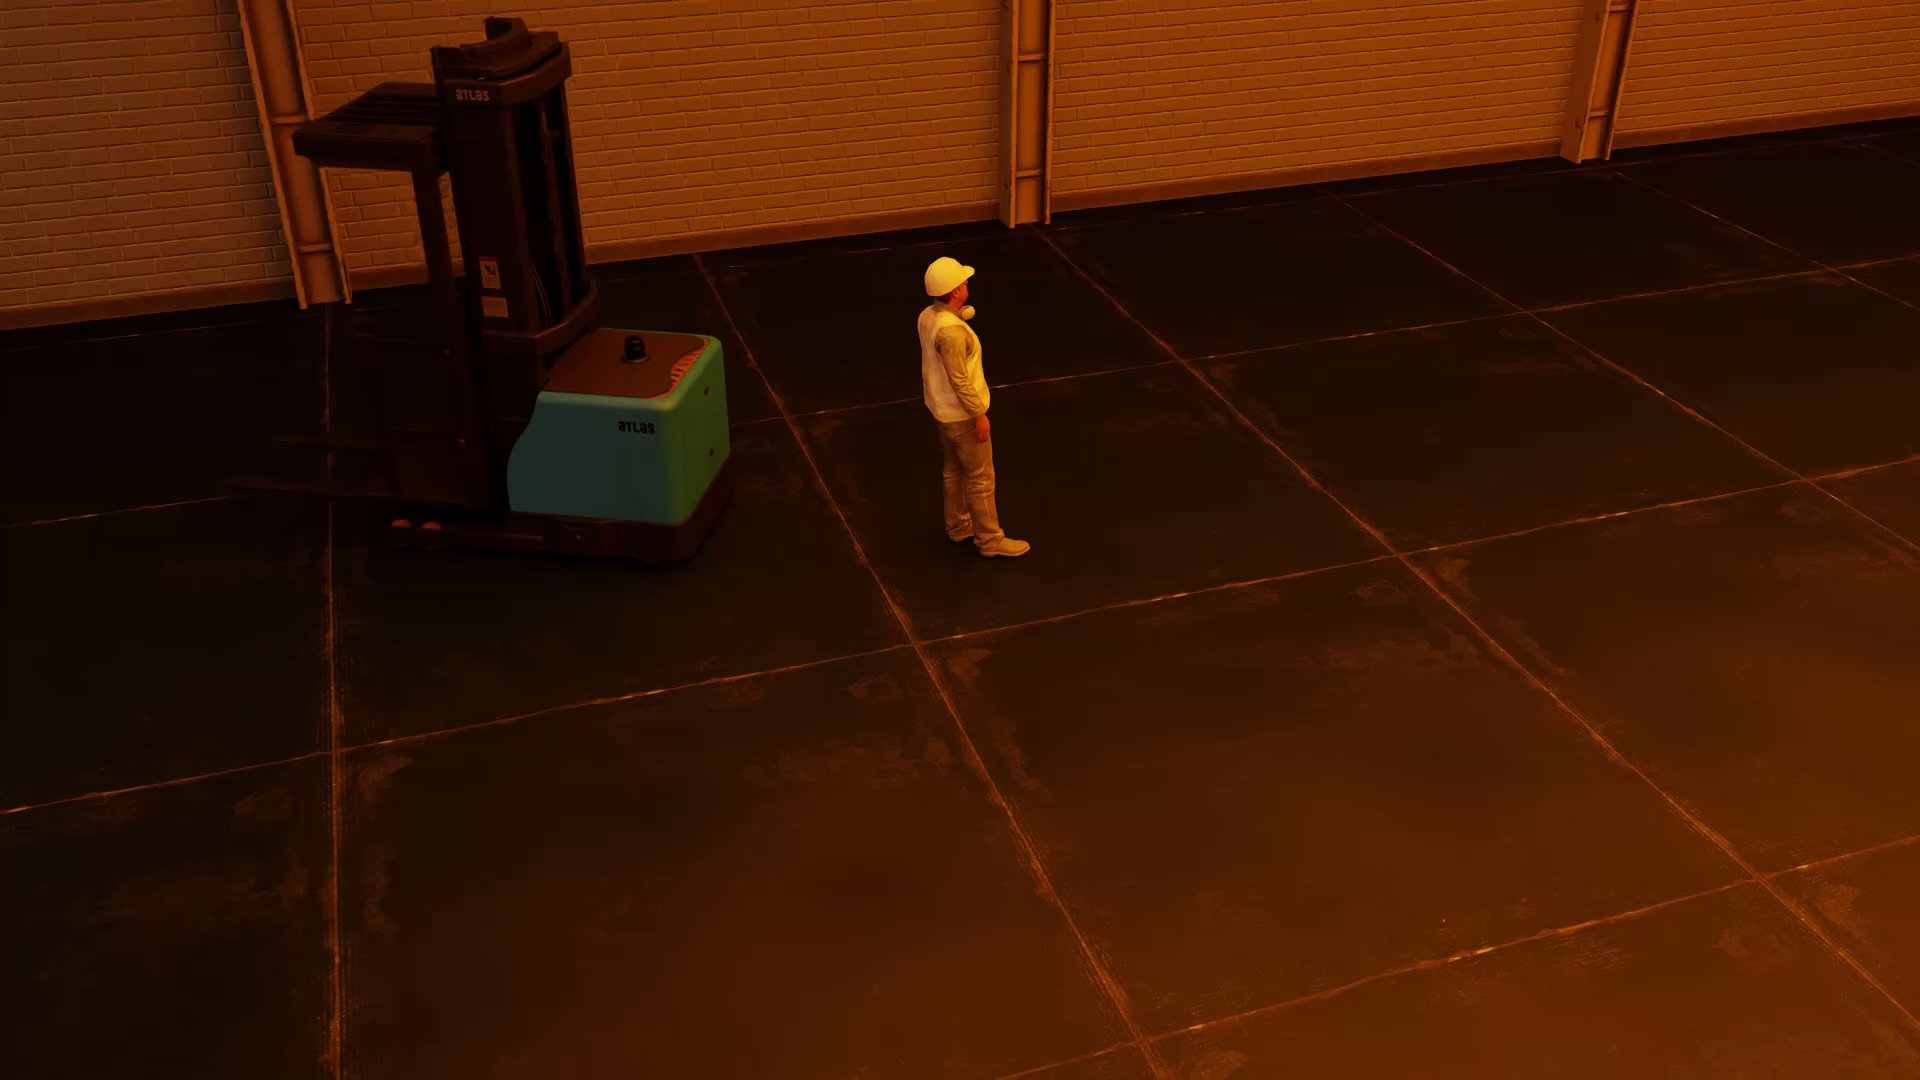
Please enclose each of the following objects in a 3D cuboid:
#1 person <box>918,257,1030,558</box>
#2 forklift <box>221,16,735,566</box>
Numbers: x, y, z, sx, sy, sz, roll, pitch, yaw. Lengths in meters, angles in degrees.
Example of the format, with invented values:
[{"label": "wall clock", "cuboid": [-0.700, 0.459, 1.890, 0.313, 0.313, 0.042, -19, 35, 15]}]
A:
[{"label": "person", "cuboid": [0.062, -0.782, 9.591, 0.566, 1.775, 0.633, -10, 31, -16]}, {"label": "forklift", "cuboid": [-2.980, -1.461, 9.627, 3.031, 2.935, 1.130, 5, 30, 8]}]
